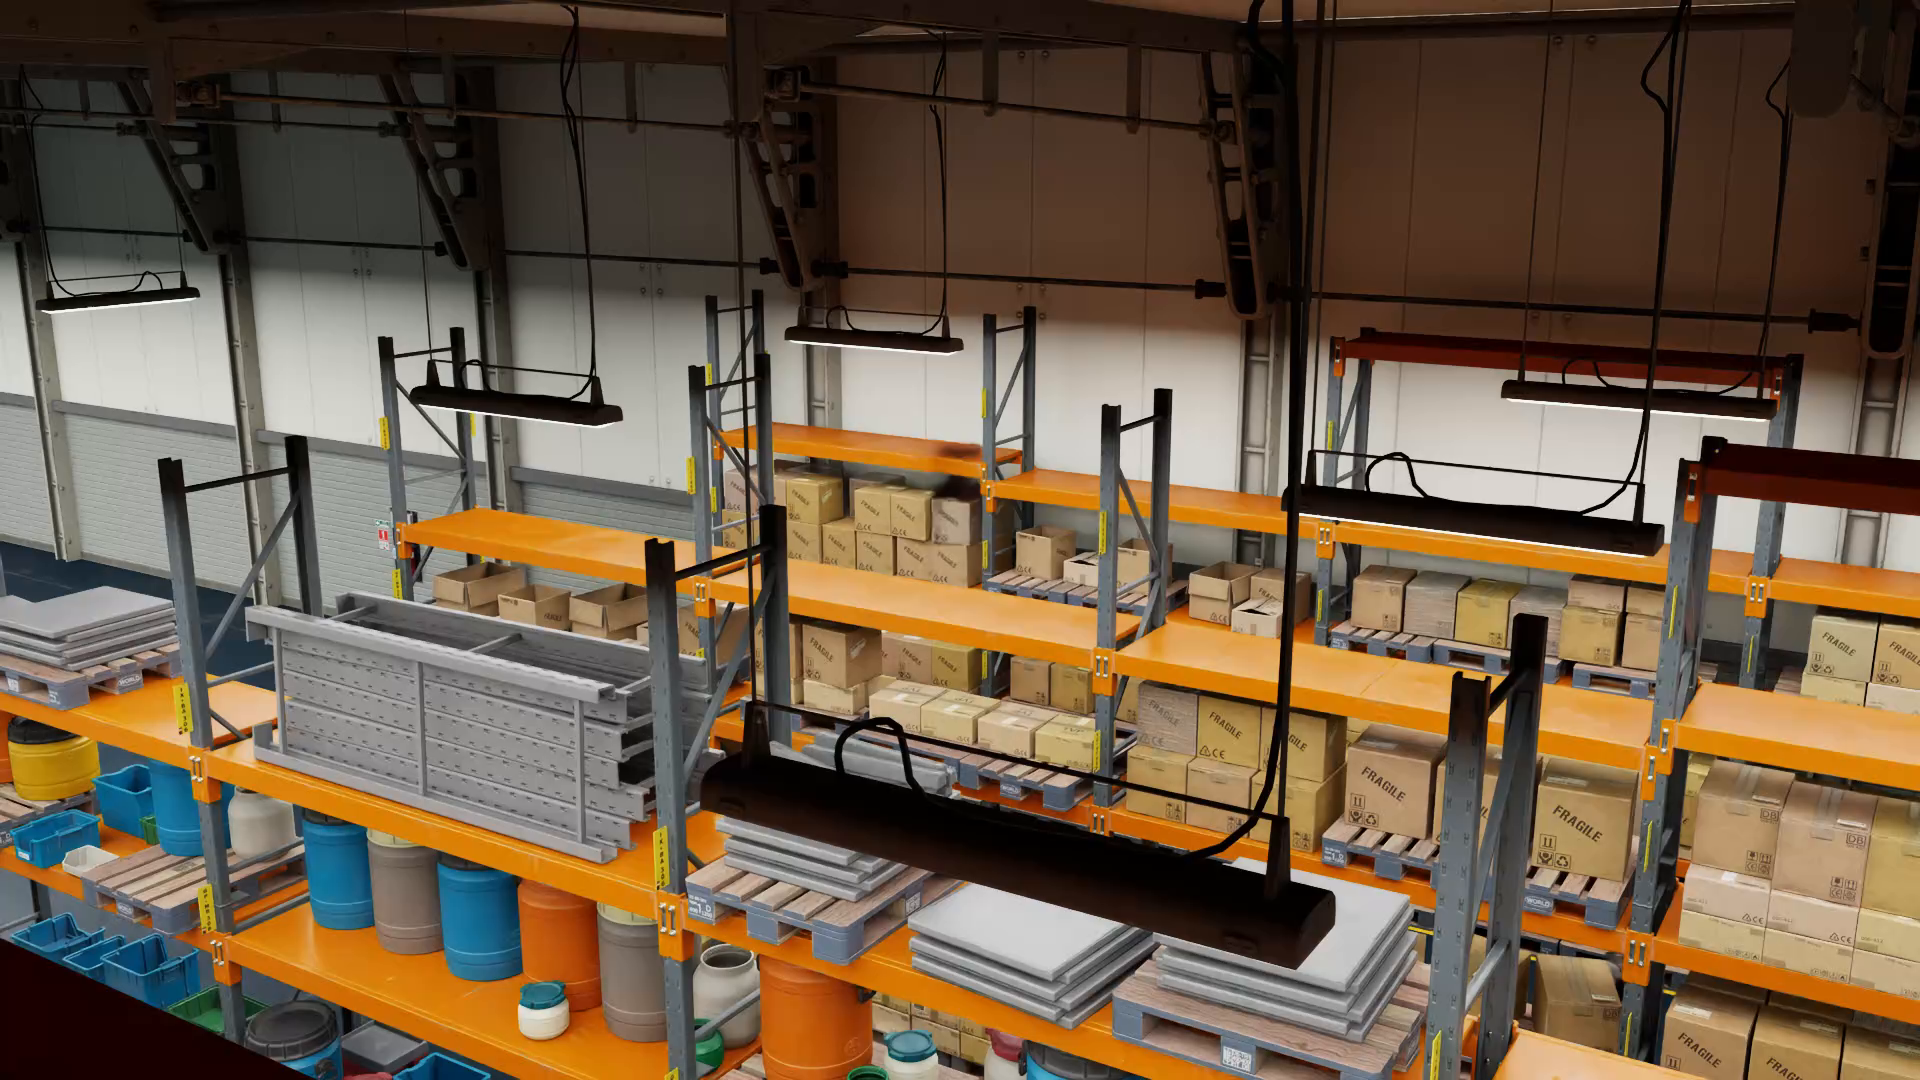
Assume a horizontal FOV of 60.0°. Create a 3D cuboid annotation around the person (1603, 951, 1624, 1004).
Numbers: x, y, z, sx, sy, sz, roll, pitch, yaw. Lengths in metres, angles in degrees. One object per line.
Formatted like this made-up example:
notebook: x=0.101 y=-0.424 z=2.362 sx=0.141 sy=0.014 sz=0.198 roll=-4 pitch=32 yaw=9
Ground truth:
person: x=5.352 y=3.974 z=13.619 sx=0.829 sy=1.765 sz=0.625 roll=10 pitch=17 yaw=35
